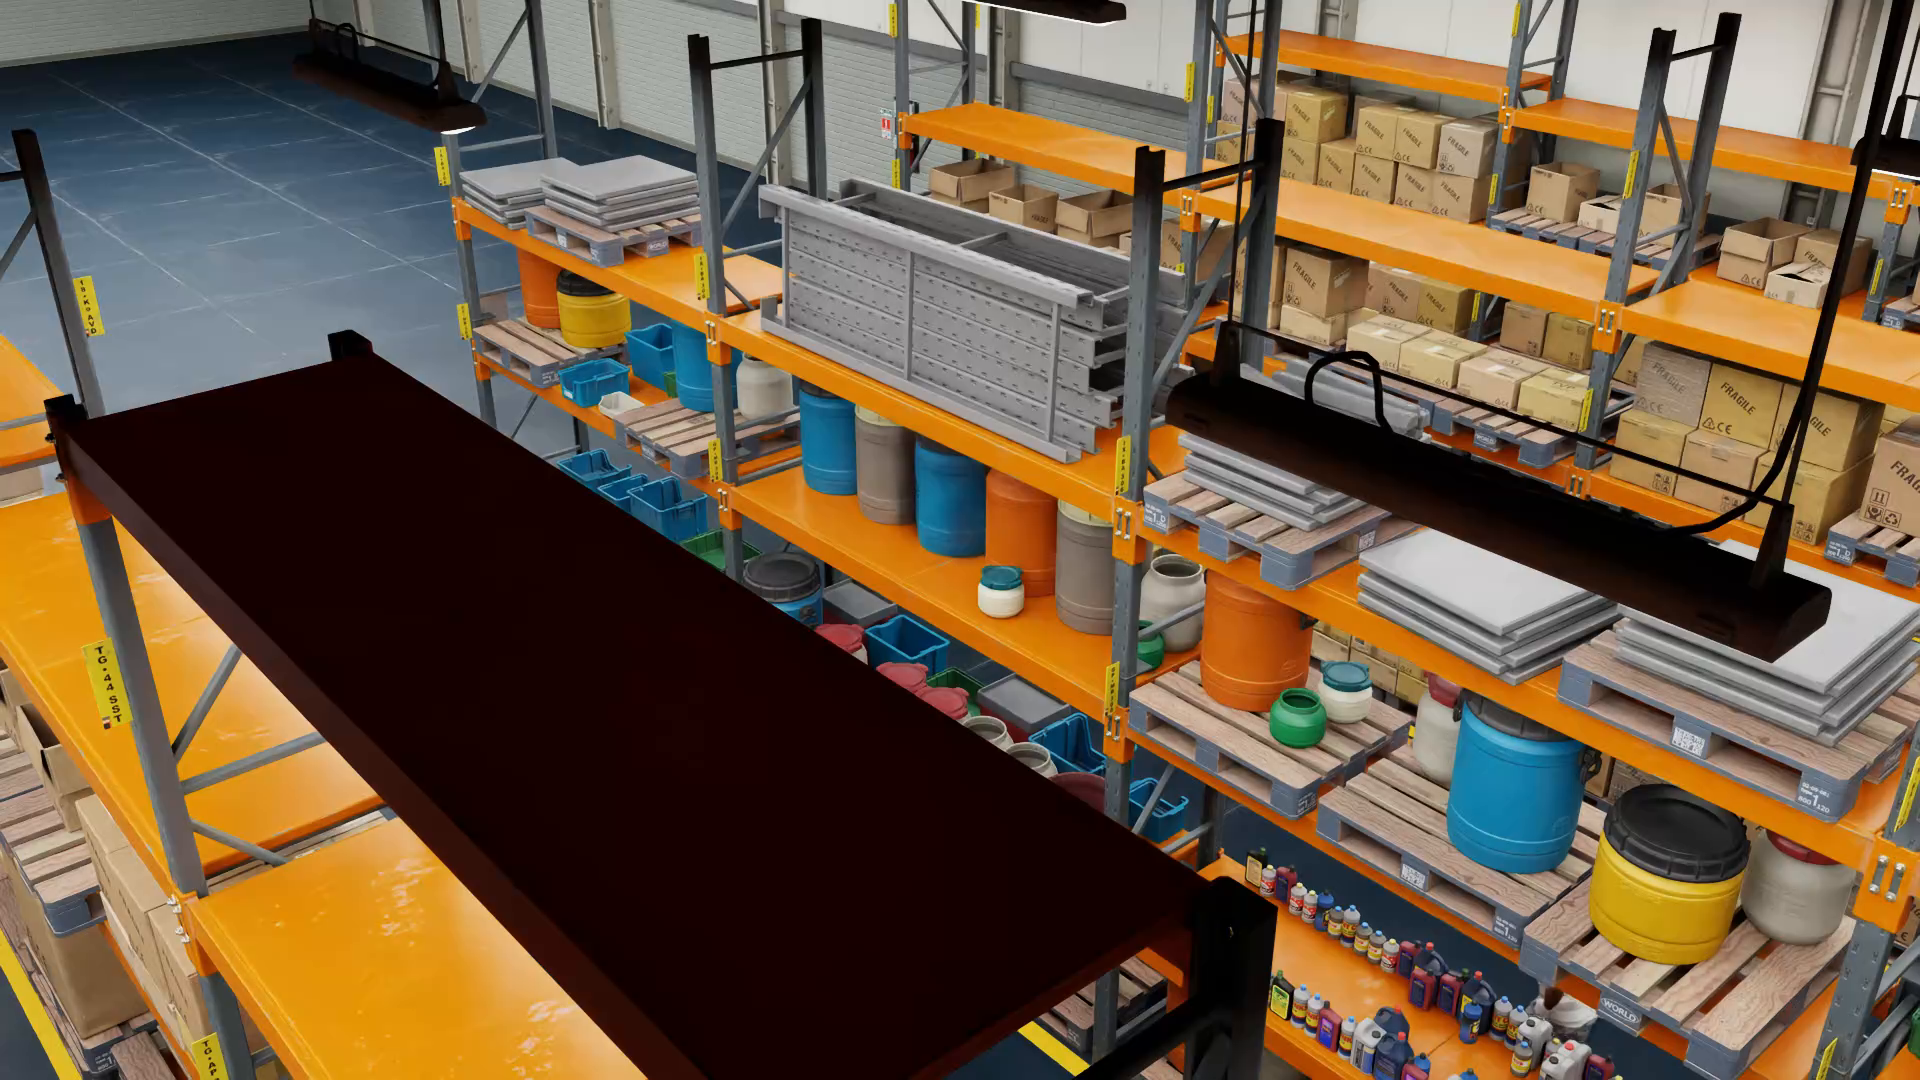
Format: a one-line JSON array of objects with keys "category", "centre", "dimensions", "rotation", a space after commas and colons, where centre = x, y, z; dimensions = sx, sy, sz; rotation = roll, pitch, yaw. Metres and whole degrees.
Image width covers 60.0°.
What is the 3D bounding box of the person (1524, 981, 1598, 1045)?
[{"category": "person", "centre": [3.719, 2.831, 10.157], "dimensions": [0.698, 1.684, 0.642], "rotation": [-15, 31, -27]}]
